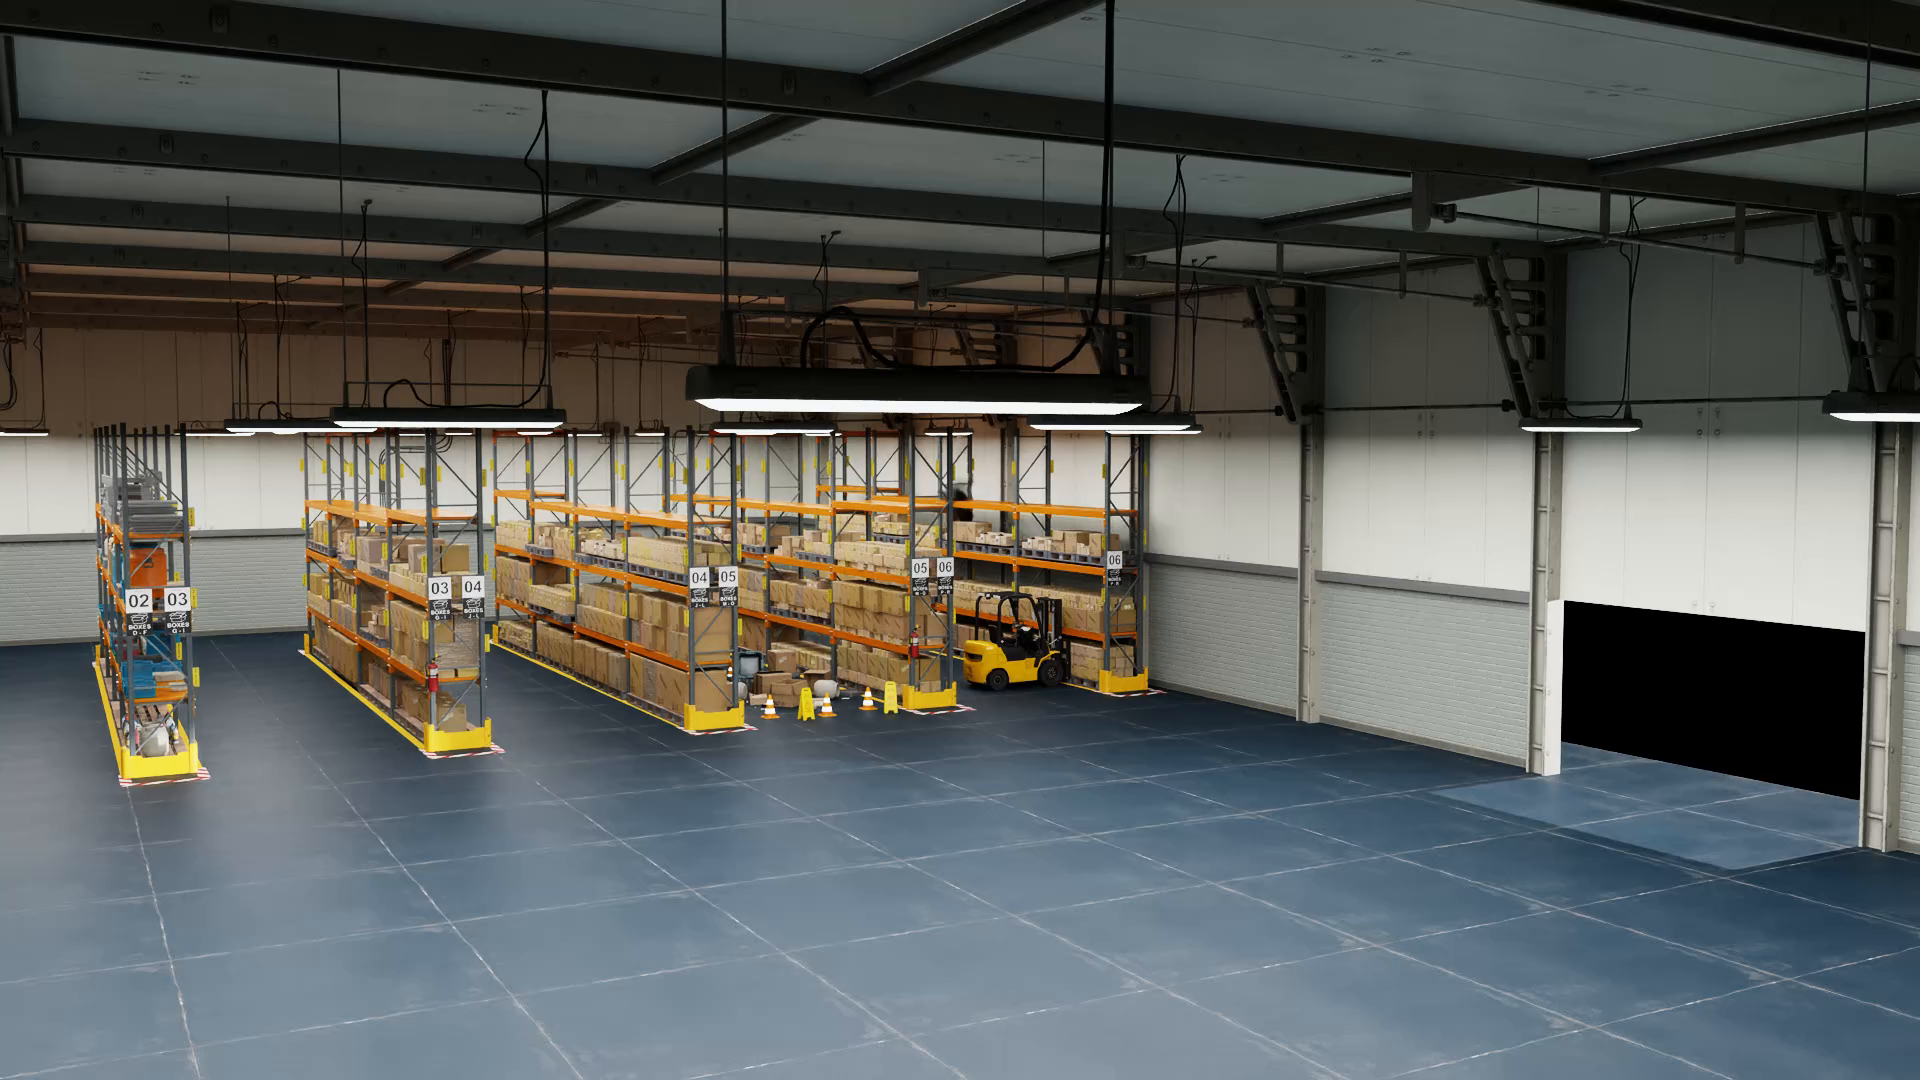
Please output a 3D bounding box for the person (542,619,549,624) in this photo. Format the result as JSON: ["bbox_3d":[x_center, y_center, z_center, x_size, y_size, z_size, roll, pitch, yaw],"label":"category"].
[{"bbox_3d":[-11.888,1.944,48.064,0.865,1.735,0.718,2,4,25],"label":"person"}]
